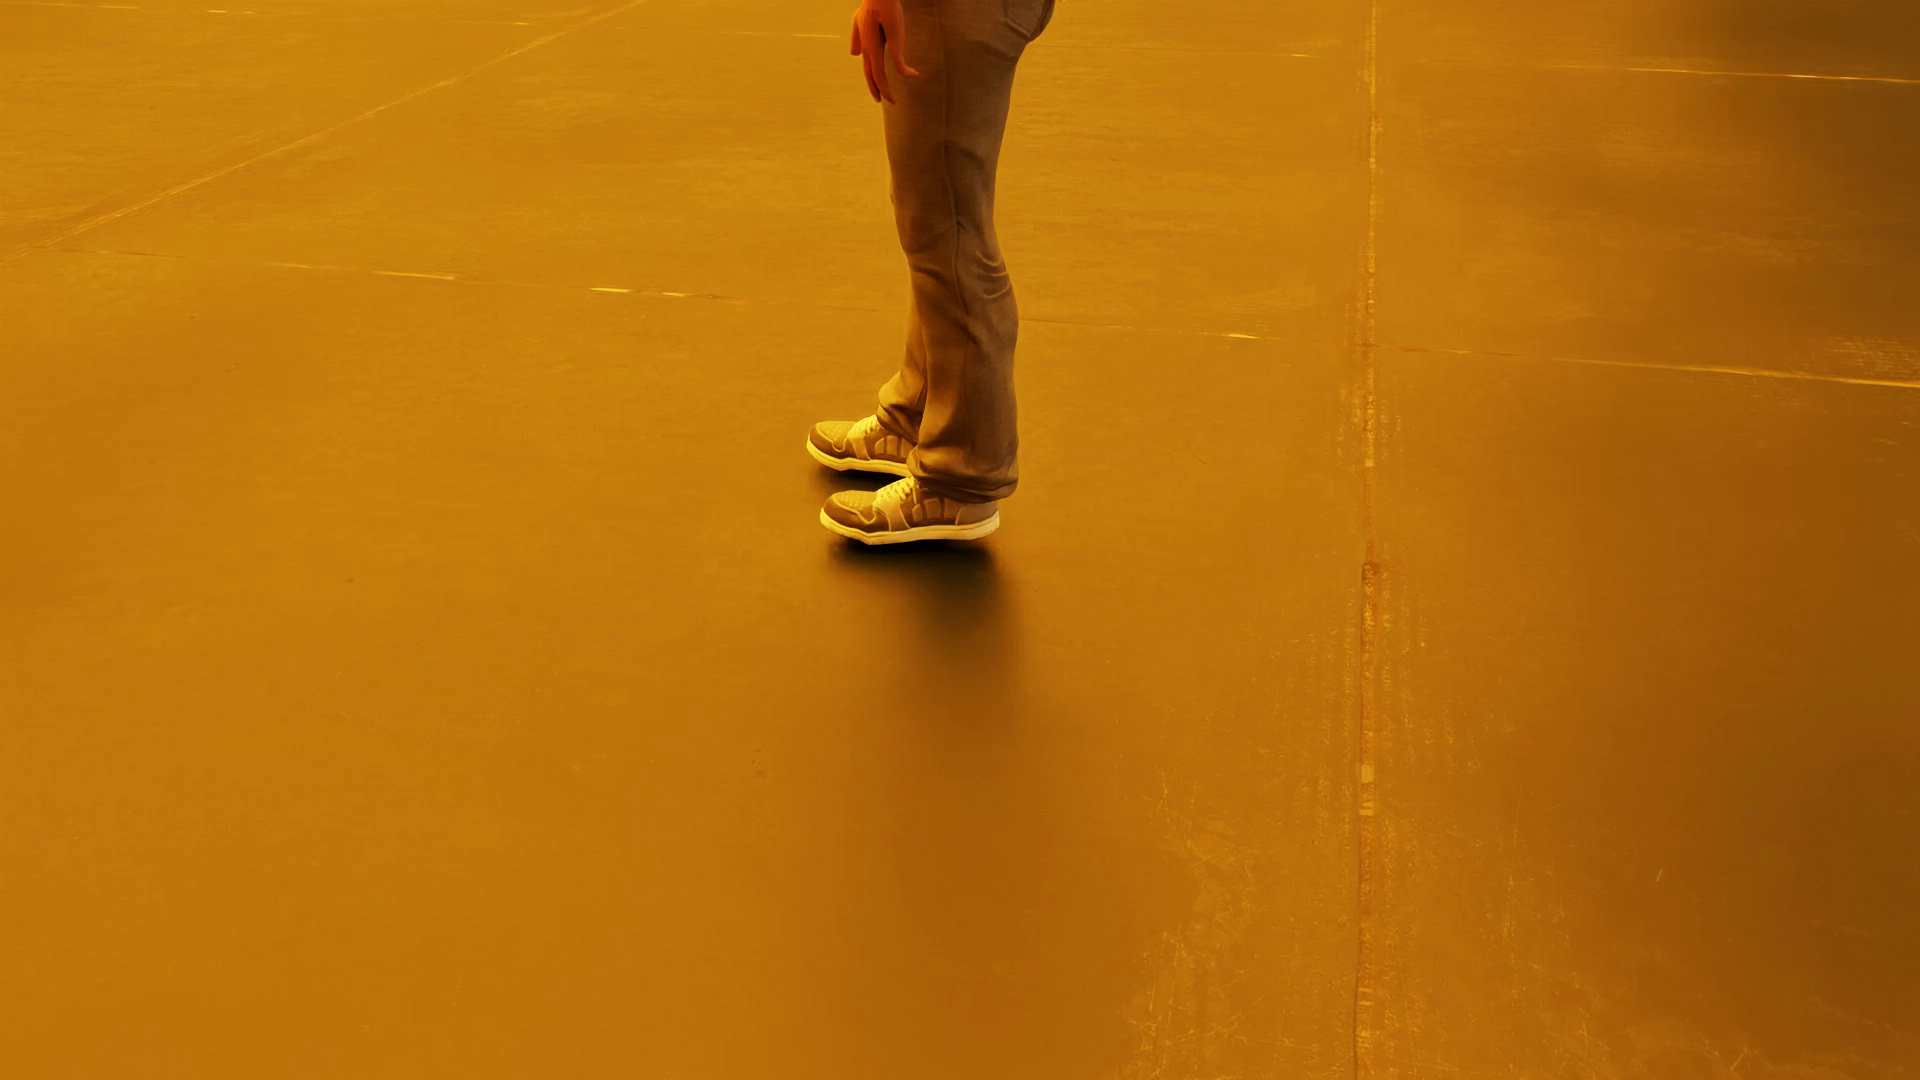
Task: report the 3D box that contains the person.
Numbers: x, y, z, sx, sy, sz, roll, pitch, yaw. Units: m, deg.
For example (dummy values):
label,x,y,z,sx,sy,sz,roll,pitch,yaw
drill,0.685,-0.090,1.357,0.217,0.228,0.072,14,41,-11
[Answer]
label,x,y,z,sx,sy,sz,roll,pitch,yaw
person,-0.068,-0.733,2.164,0.475,1.597,0.520,6,27,11
